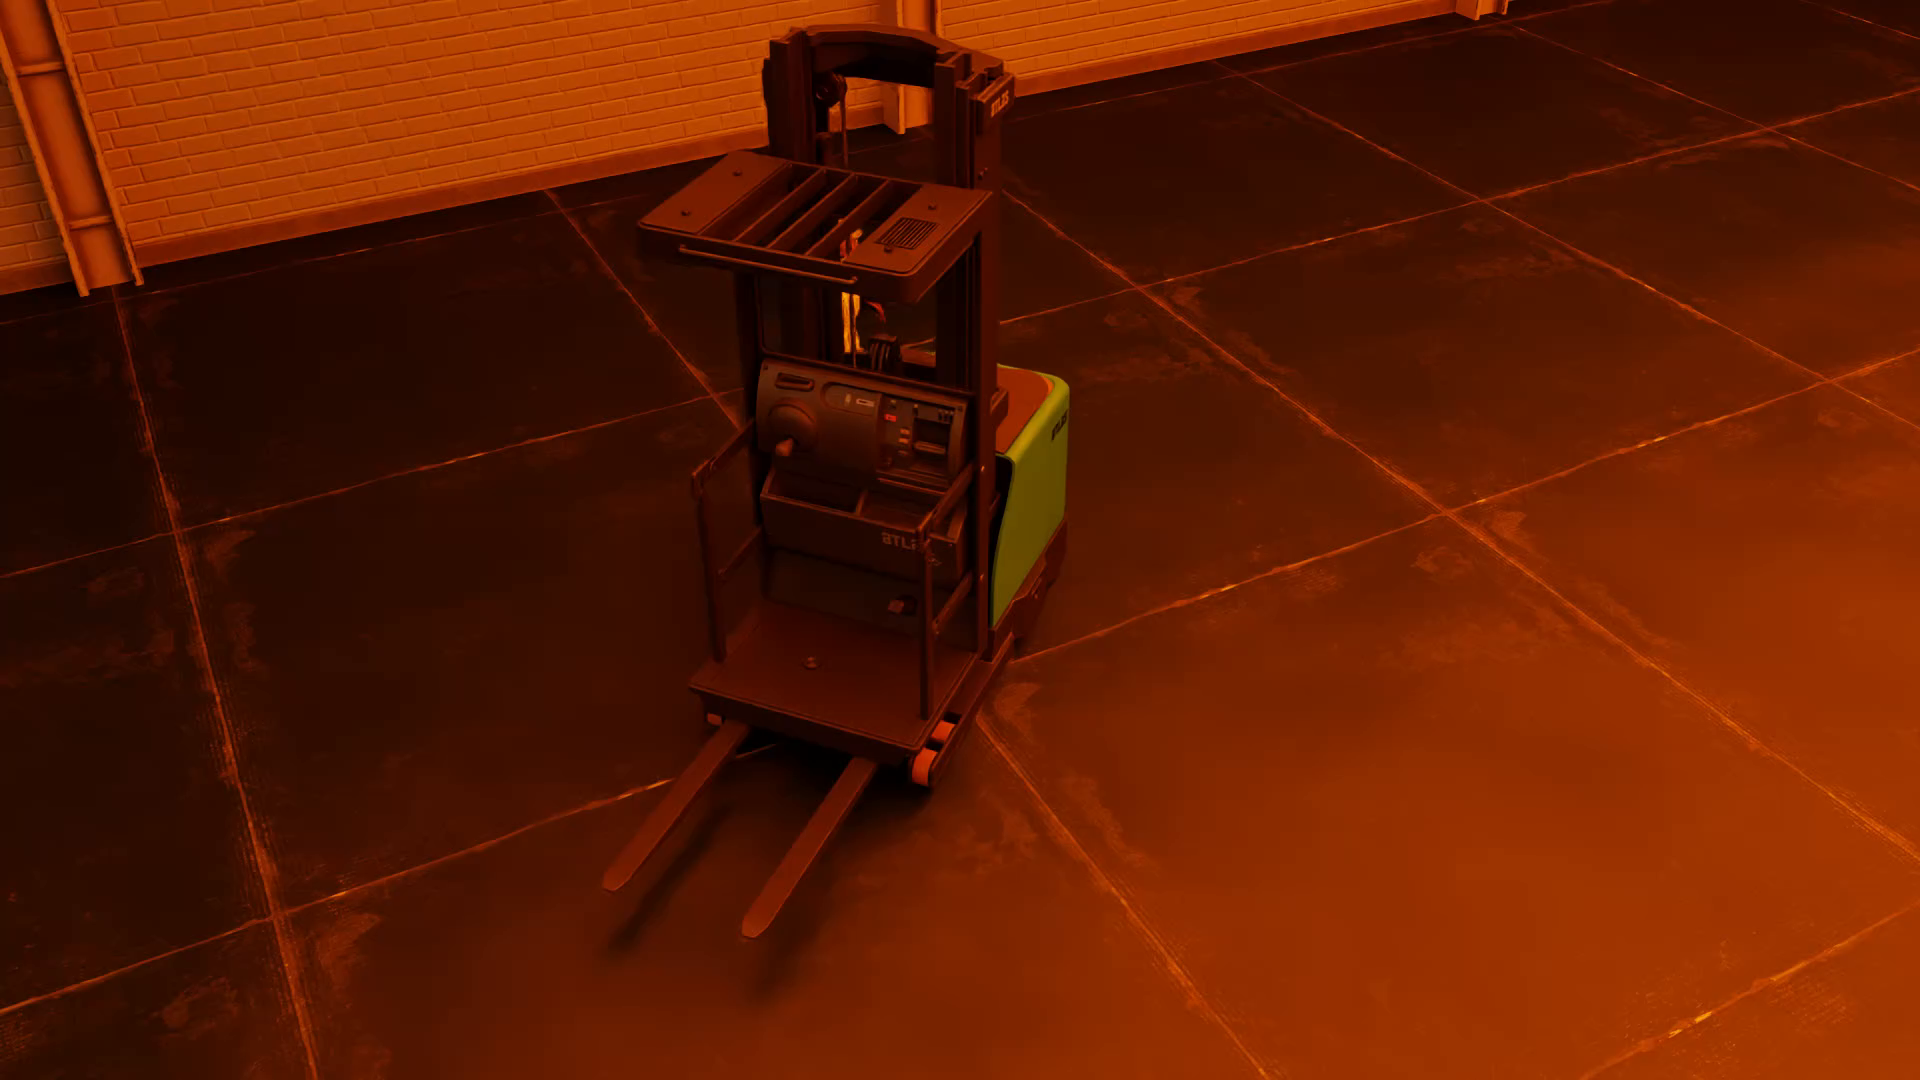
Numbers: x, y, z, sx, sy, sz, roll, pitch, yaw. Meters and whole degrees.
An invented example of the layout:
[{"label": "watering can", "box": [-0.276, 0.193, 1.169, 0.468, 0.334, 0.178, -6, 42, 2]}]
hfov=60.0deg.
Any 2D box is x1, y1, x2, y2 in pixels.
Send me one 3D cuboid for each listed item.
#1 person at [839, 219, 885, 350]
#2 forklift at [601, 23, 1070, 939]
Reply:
[{"label": "person", "box": [-0.515, -0.956, 8.640, 0.639, 1.609, 0.883, 10, 37, 14]}, {"label": "forklift", "box": [-0.495, -0.413, 6.708, 1.130, 2.935, 3.031, 13, 37, 18]}]
